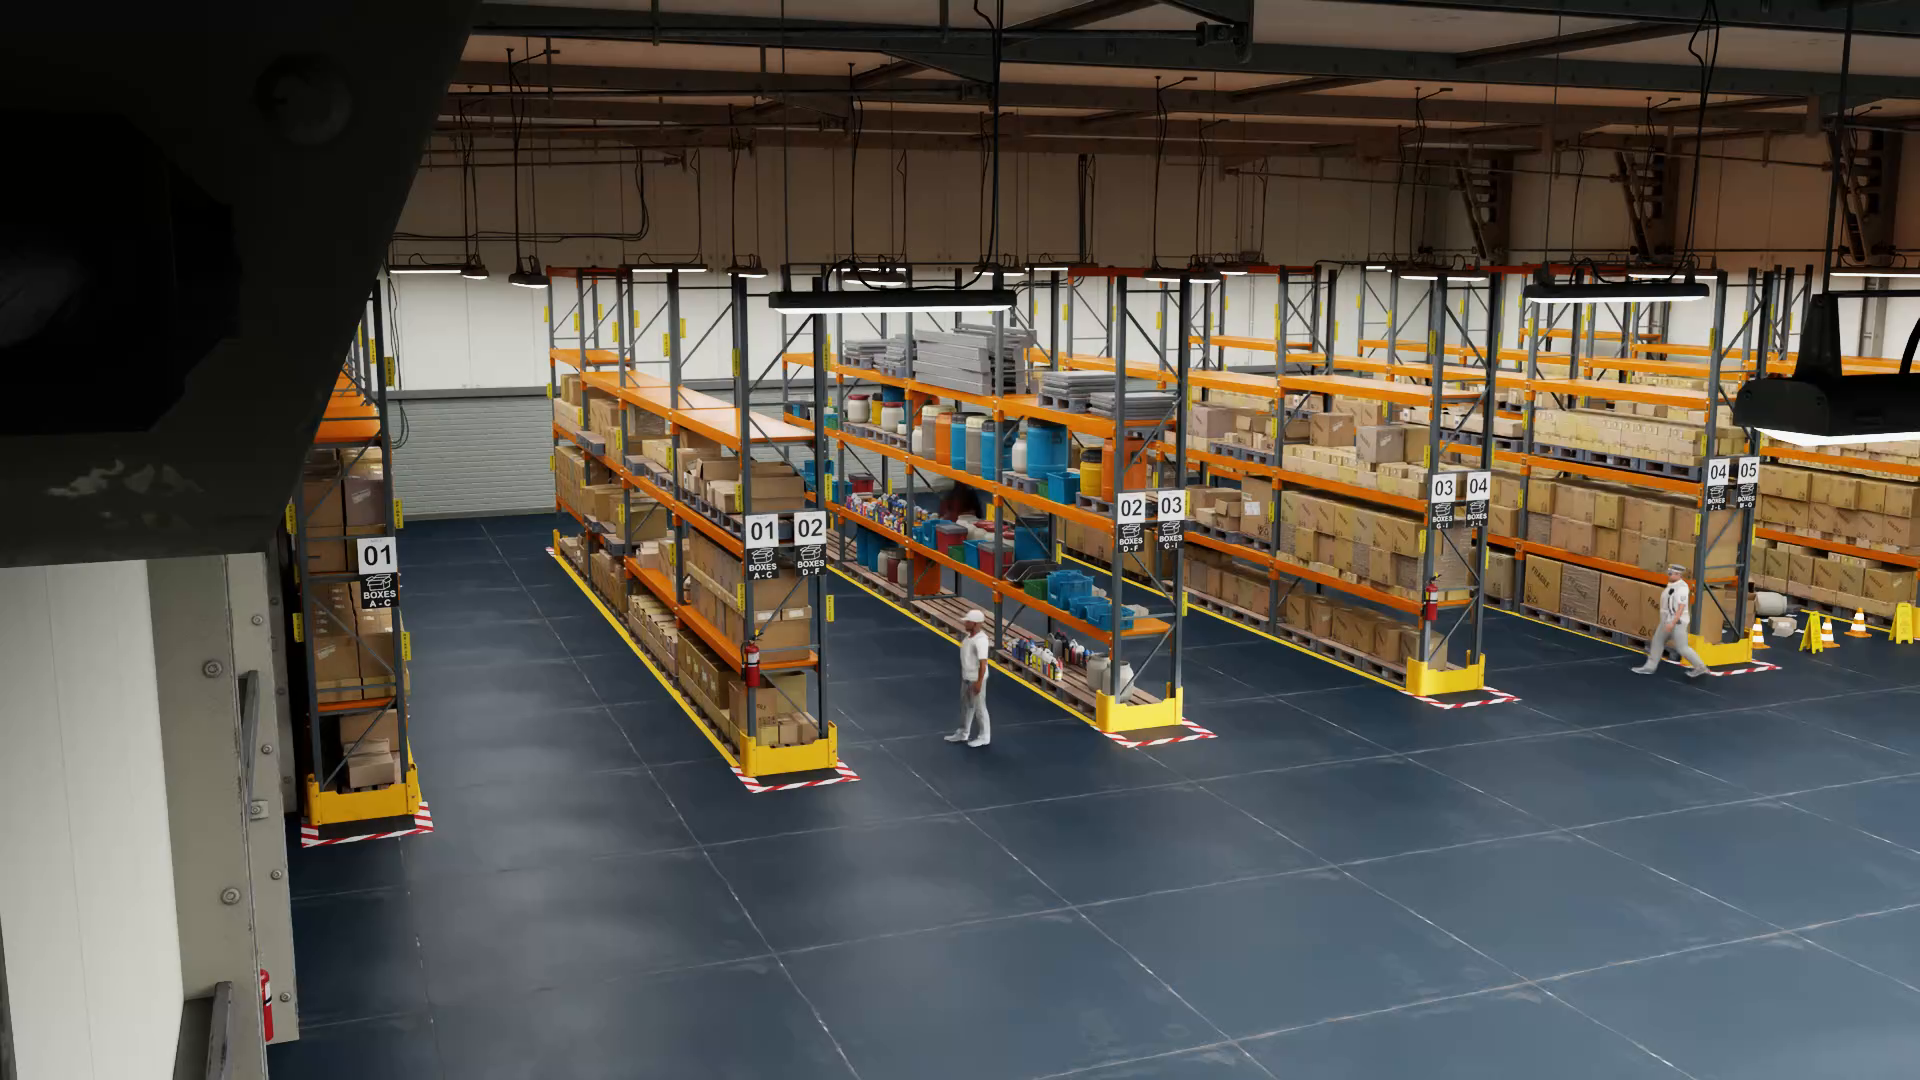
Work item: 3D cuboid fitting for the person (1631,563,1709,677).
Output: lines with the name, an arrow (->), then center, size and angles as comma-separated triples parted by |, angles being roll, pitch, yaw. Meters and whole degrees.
person -> 10.622, 1.197, 24.755 | 1.013, 1.723, 0.570 | 1, 10, 6

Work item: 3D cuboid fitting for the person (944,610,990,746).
person -> 0.120, 1.771, 21.375 | 0.533, 1.776, 0.630 | -3, 10, -17
